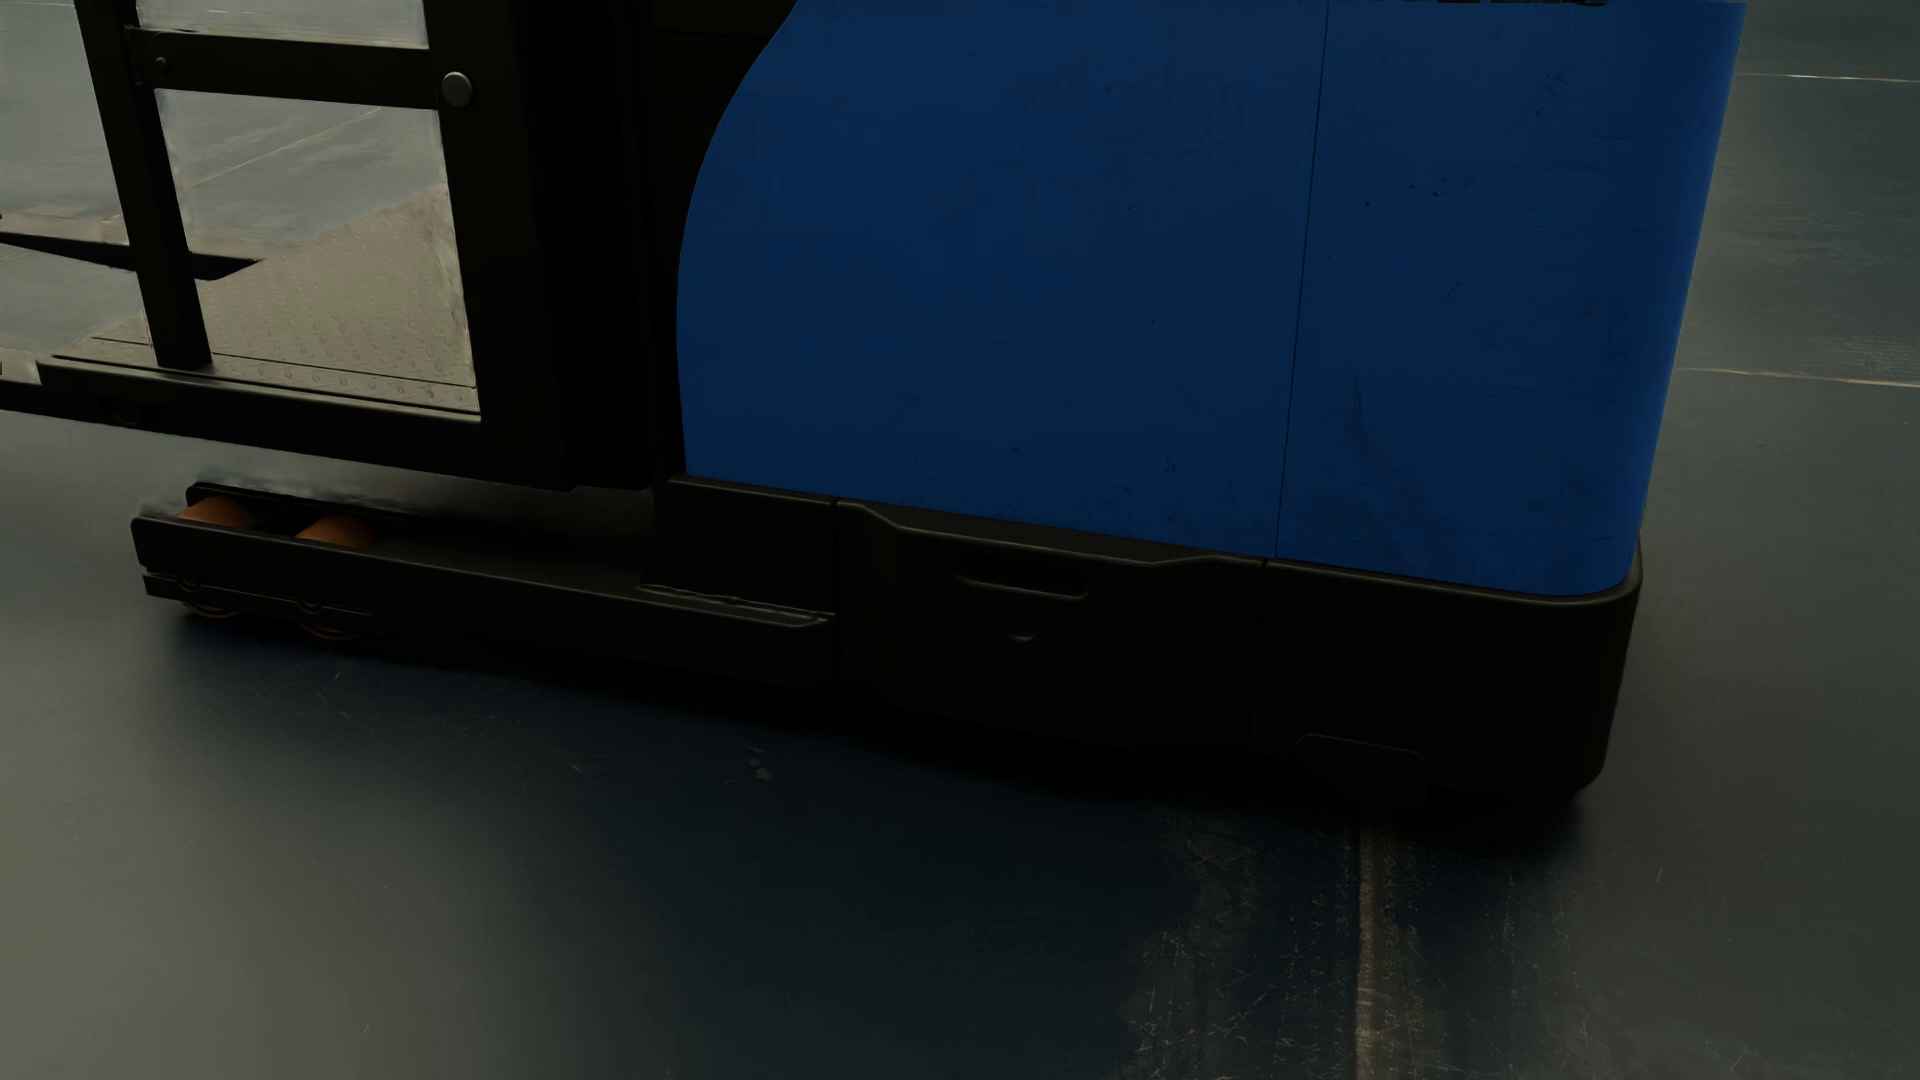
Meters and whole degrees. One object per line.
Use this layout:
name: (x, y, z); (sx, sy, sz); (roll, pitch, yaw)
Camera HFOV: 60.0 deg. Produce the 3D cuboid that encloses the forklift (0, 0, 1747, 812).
forklift: (-0.596, -1.388, 1.997); (3.031, 2.935, 1.130); (8, 28, 16)
